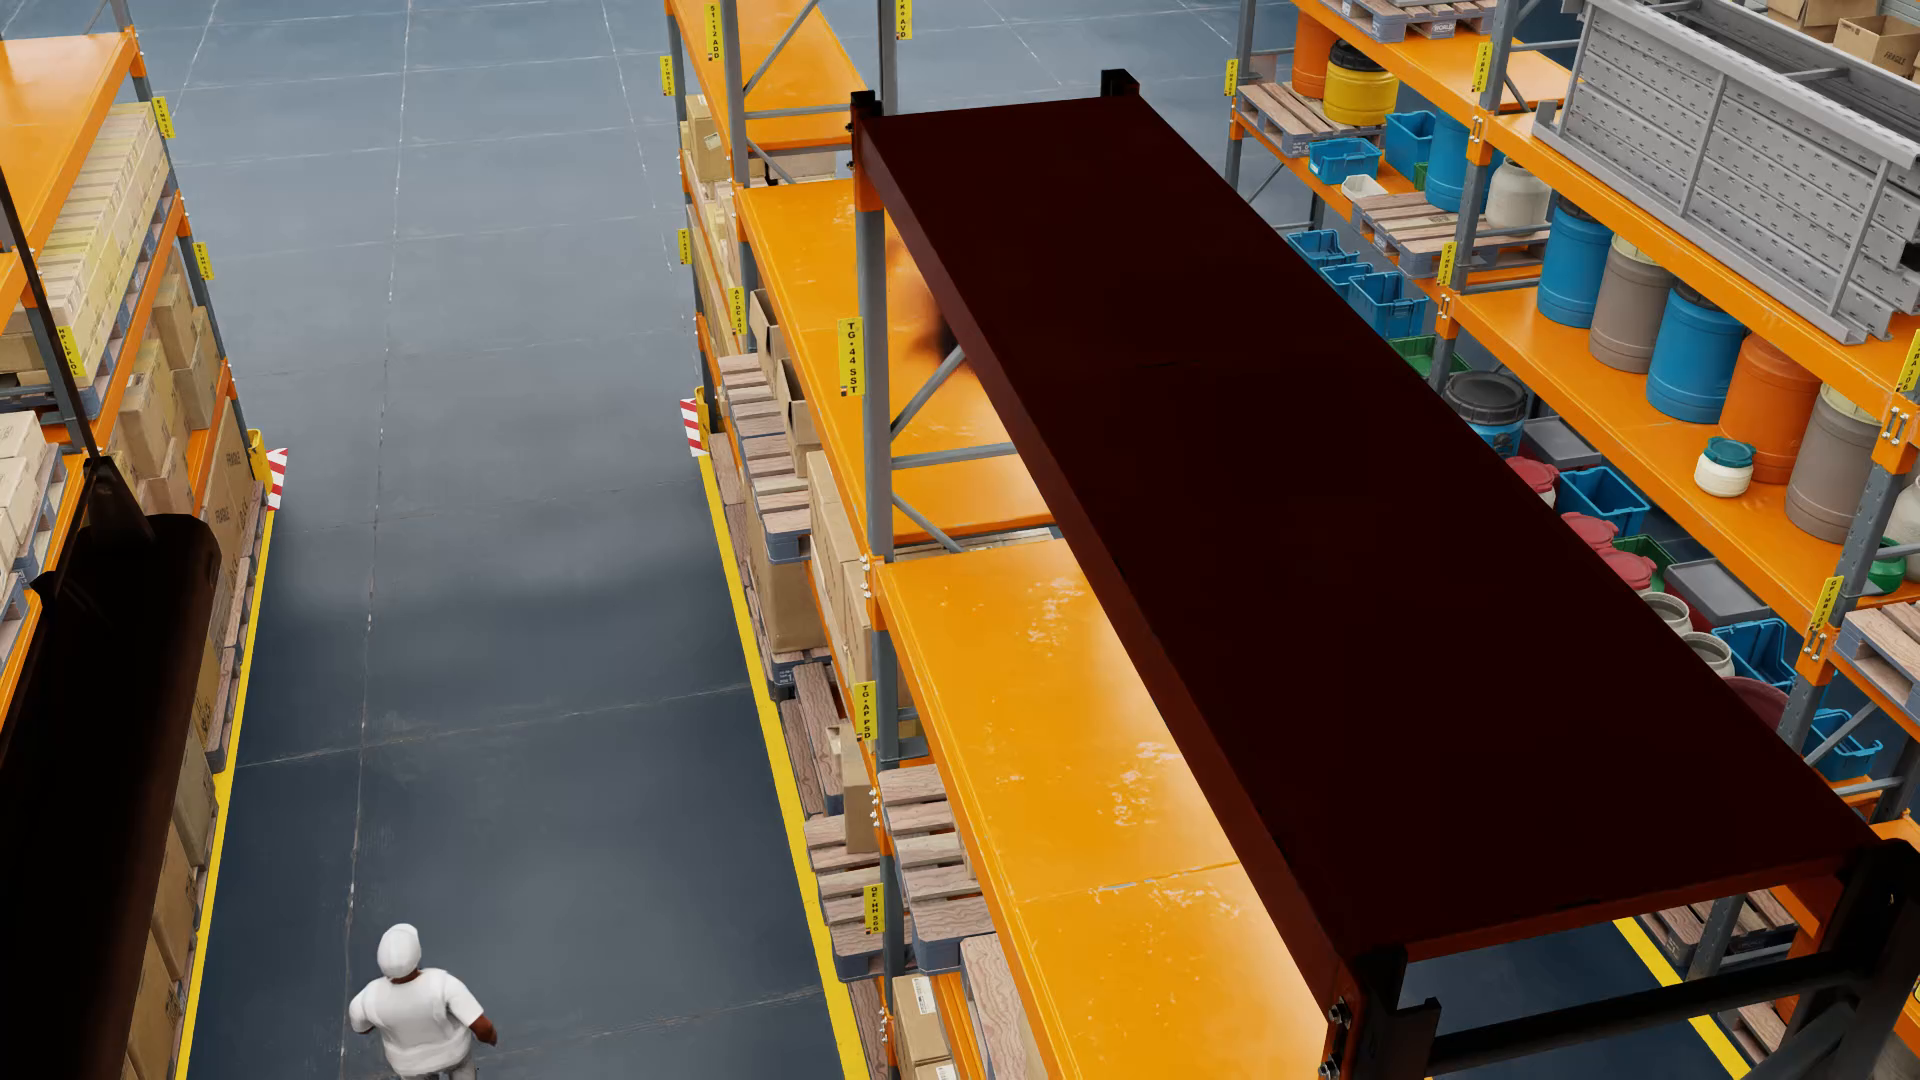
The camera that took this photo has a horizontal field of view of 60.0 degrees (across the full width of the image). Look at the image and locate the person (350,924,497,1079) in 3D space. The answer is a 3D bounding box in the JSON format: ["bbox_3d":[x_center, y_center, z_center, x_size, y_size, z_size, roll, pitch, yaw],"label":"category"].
[{"bbox_3d":[-2.762,2.644,8.680,0.670,1.788,0.726,-13,36,-18],"label":"person"}]
